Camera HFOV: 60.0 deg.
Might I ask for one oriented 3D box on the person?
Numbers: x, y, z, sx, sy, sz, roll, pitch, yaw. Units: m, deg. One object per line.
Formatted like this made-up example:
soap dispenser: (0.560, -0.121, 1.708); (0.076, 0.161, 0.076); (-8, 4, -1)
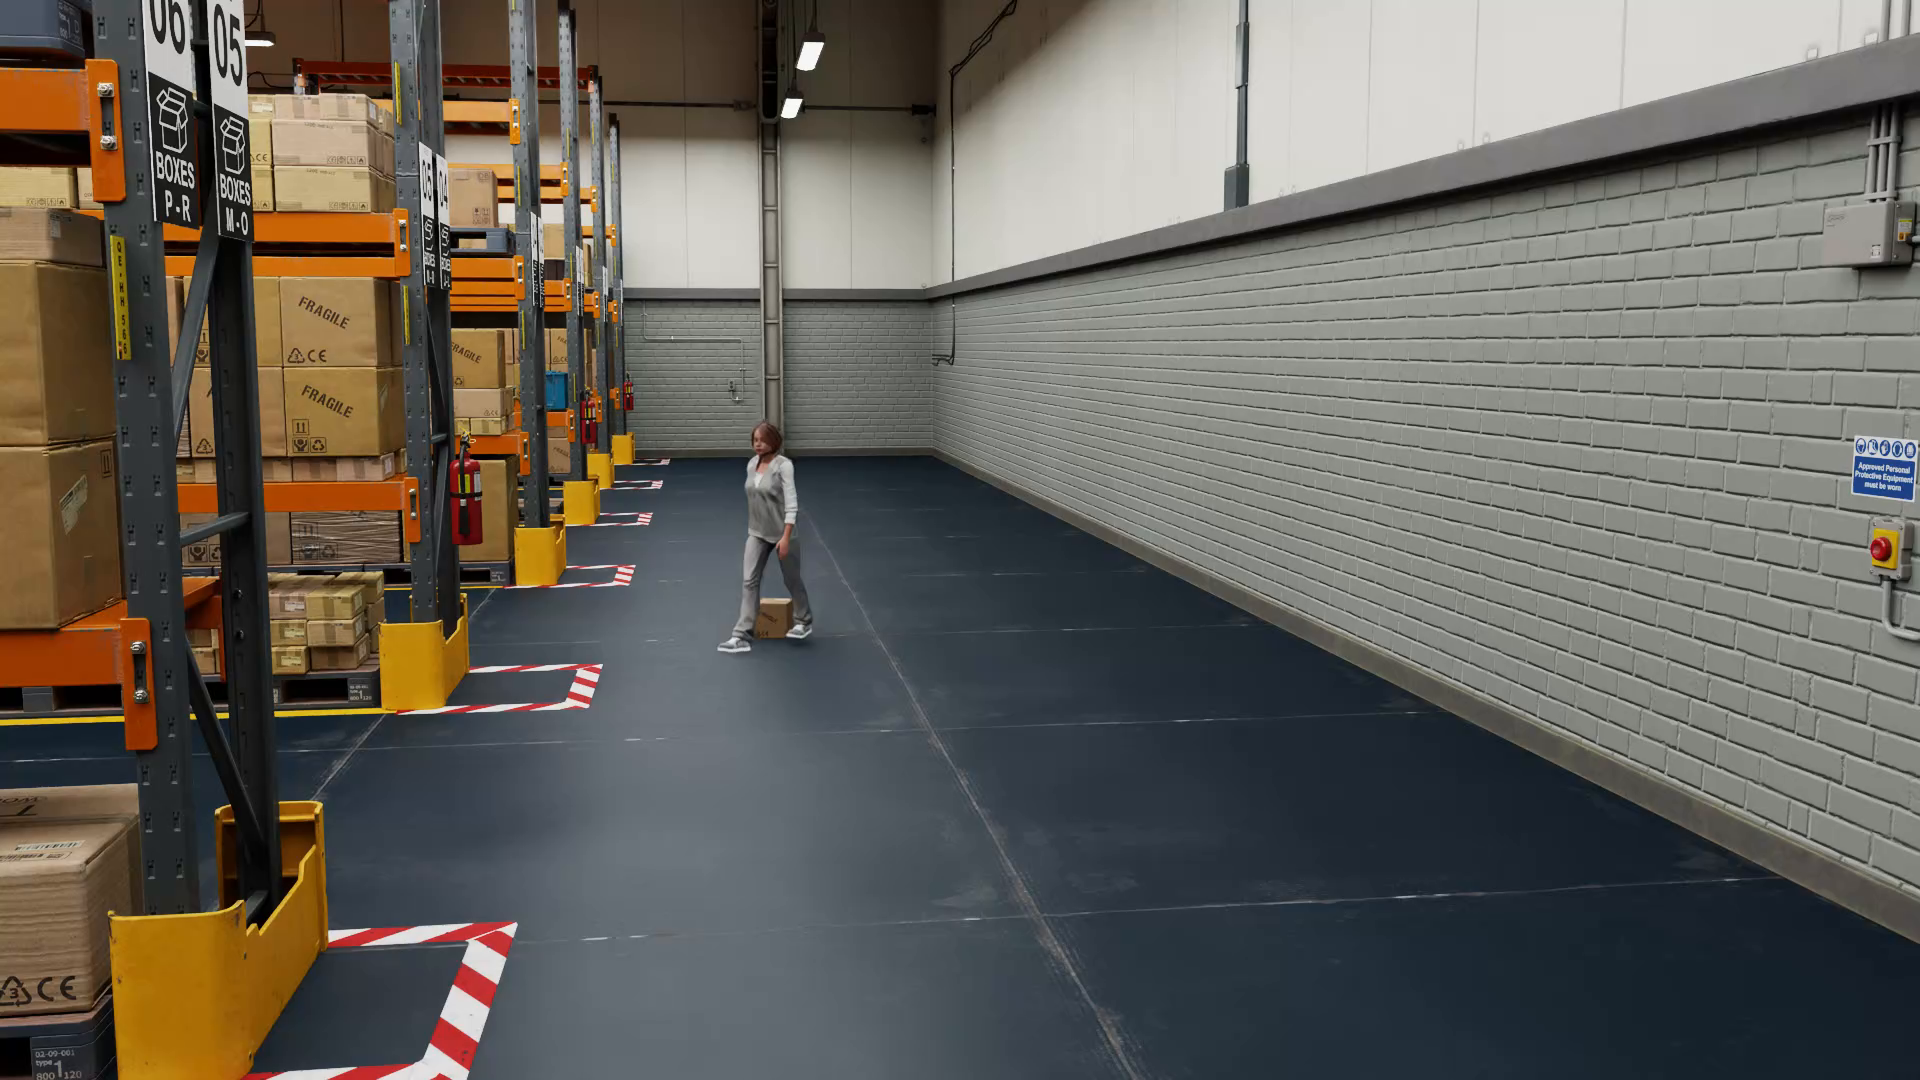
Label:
person: (-1.273, -0.030, 11.212); (0.445, 1.512, 0.958); (3, 7, 25)
